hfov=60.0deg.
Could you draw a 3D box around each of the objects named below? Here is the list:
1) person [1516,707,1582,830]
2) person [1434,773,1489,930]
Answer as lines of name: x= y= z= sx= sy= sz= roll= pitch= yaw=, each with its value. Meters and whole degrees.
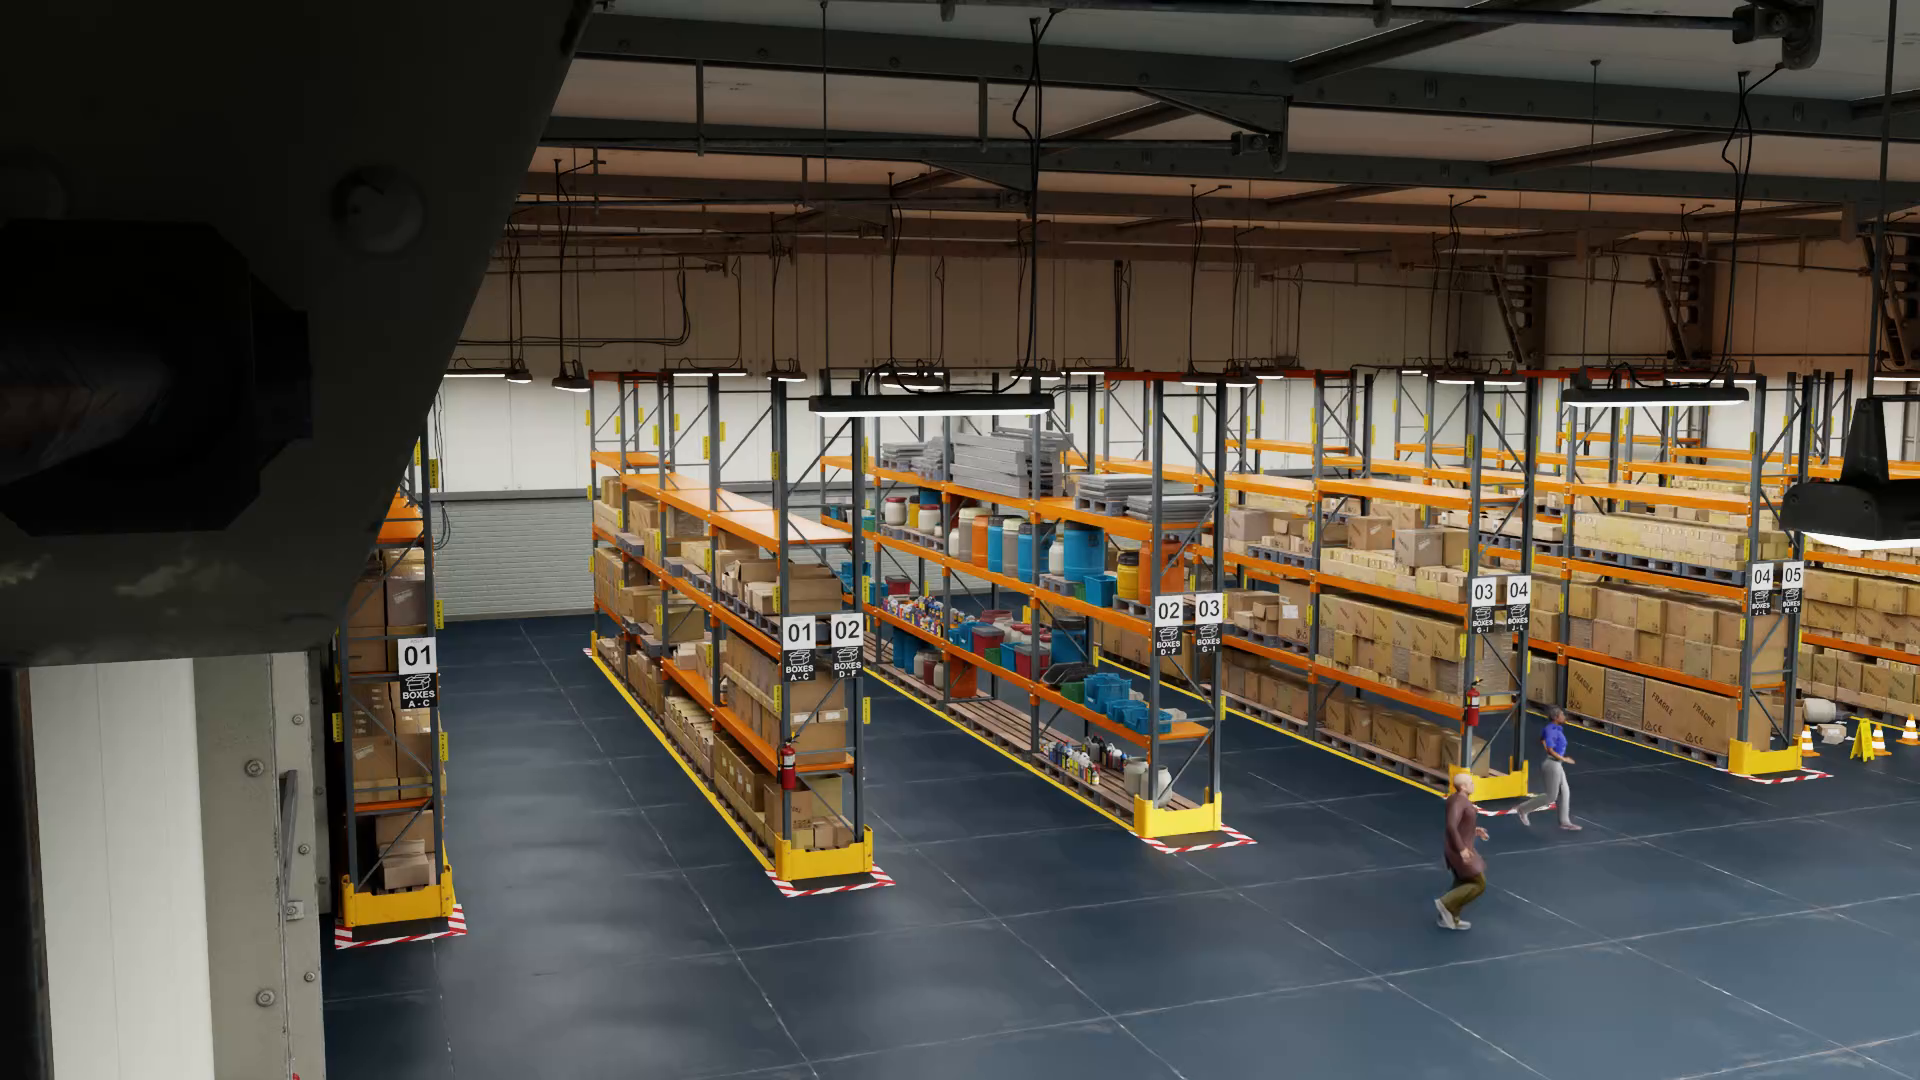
person: x=7.876 y=3.035 z=22.193 sx=0.830 sy=1.631 sz=0.615 roll=2 pitch=7 yaw=19
person: x=5.537 y=3.426 z=18.317 sx=0.629 sy=1.746 sz=0.723 roll=1 pitch=6 yaw=5
